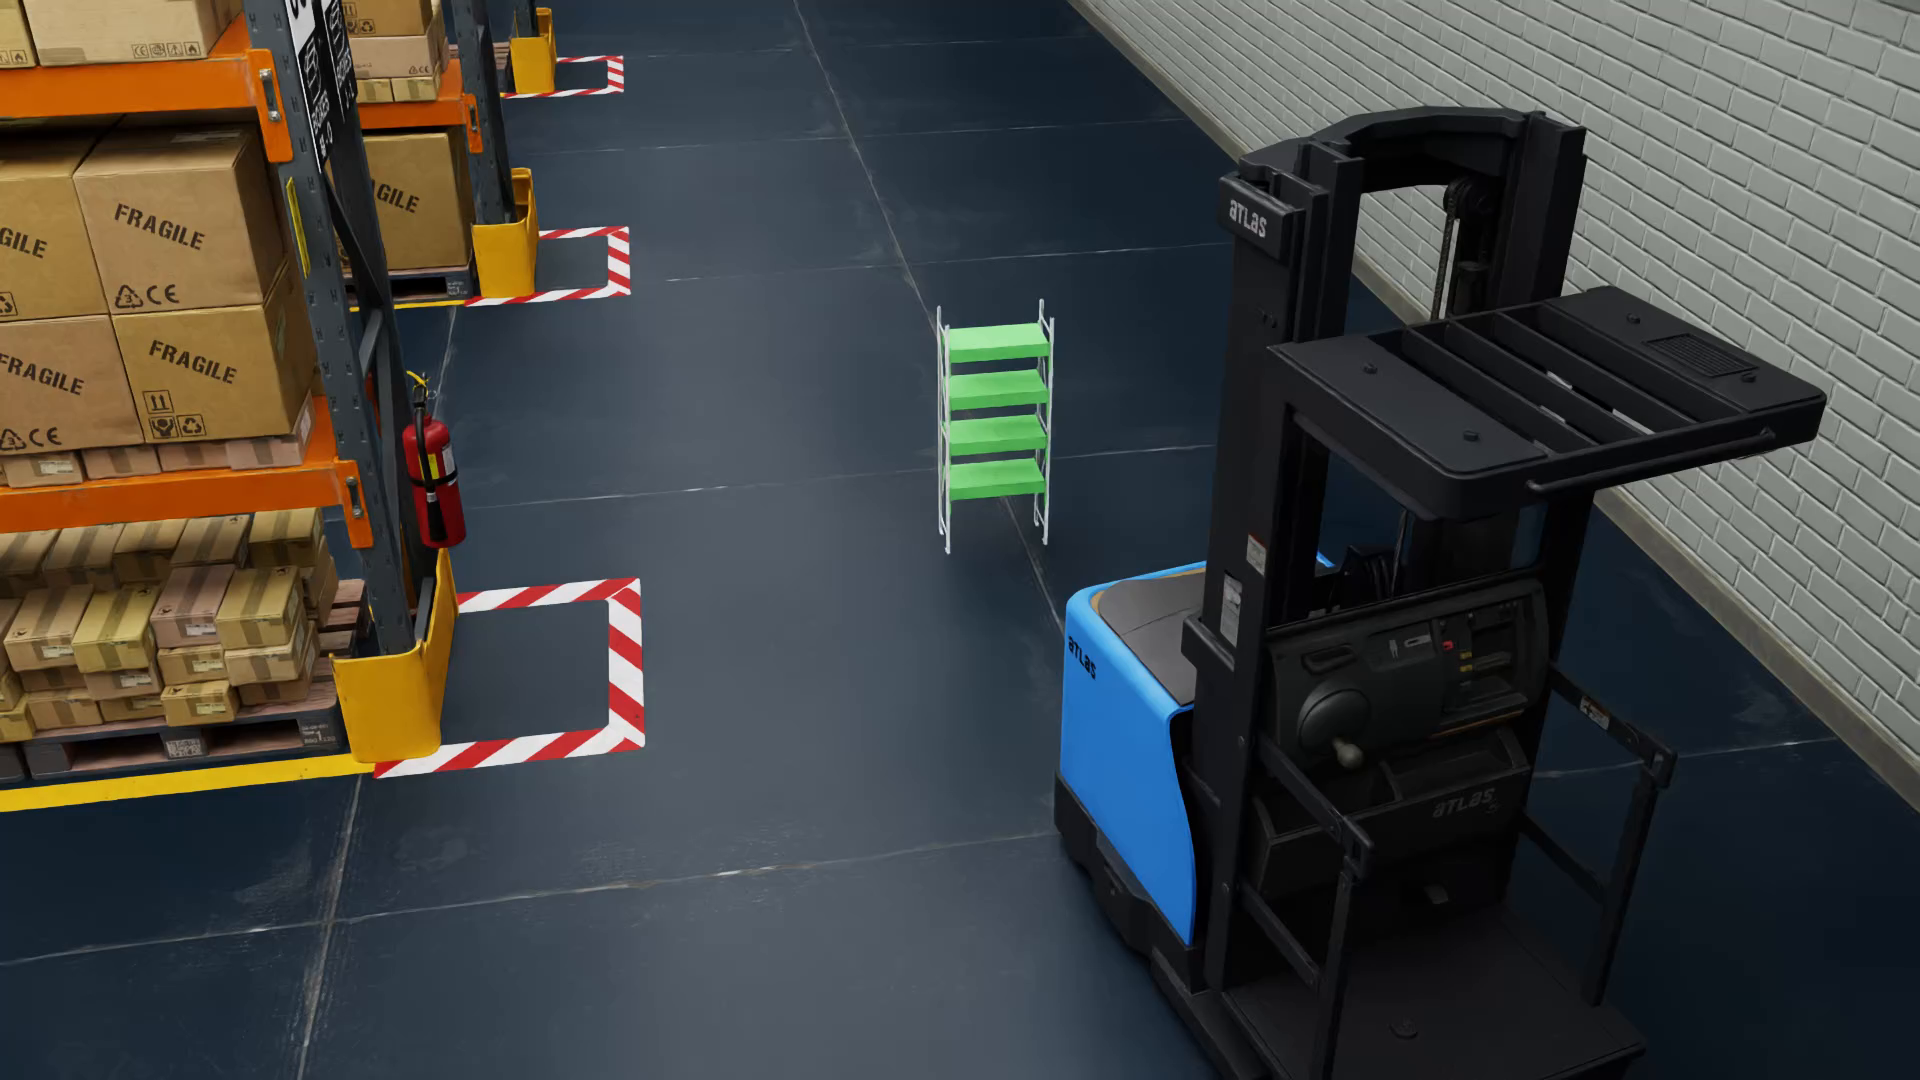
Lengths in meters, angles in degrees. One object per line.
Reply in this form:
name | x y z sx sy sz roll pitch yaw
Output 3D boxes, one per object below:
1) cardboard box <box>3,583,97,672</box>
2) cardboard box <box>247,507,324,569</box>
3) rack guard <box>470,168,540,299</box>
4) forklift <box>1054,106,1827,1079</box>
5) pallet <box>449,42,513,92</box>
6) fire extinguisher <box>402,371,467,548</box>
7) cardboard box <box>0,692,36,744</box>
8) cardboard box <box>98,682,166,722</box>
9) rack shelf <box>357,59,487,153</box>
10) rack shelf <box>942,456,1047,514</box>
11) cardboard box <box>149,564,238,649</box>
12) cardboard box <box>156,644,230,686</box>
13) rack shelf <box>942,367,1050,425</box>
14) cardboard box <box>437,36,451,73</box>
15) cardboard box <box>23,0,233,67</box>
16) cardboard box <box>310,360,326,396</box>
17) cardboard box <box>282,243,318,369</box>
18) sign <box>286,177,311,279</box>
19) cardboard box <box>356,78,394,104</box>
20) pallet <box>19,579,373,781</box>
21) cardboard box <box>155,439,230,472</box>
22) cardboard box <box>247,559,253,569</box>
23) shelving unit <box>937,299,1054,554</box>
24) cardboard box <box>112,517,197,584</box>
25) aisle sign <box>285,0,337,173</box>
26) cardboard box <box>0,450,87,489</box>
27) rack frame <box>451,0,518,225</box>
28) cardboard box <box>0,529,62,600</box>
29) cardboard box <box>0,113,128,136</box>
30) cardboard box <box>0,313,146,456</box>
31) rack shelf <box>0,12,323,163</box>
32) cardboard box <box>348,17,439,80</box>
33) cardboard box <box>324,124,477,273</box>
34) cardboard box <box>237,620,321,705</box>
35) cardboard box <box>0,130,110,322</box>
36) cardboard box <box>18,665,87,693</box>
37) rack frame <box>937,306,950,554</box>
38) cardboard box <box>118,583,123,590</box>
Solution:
cardboard box | -3.549 0.341 6.522 0.250 0.149 0.380 -7 31 -11
cardboard box | -2.895 -0.029 7.151 0.250 0.149 0.380 -7 31 -11
rack guard | -3.089 -2.105 11.337 0.348 0.500 1.175 -5 31 -9
forklift | 1.385 0.438 4.614 1.130 2.935 3.031 -12 32 -19
pallet | -4.823 -4.392 15.511 1.213 0.211 1.003 -5 31 -9
fire extinguisher | -1.988 -0.297 6.240 0.183 0.674 0.296 -5 31 -9
cardboard box | -3.789 0.640 6.600 0.250 0.149 0.380 -7 31 -11
cardboard box | -3.309 0.557 6.742 0.250 0.149 0.380 -5 31 -9
rack shelf | -5.080 -2.688 10.572 4.000 0.370 1.077 -5 31 -9
rack shelf | 0.163 -0.270 8.126 0.480 0.148 0.258 -5 31 -9
cardboard box | -3.051 0.262 6.657 0.250 0.149 0.380 -5 31 -8
cardboard box | -3.053 0.409 6.700 0.250 0.149 0.380 -6 31 -10
rack shelf | 0.163 -0.684 7.882 0.480 0.148 0.258 -5 31 -9
cardboard box | -3.521 -3.204 10.988 0.250 0.149 0.380 -5 31 -8
cardboard box | -2.718 -1.753 5.461 0.500 0.250 0.500 -6 31 -10
cardboard box | -2.696 -0.724 6.770 0.250 0.149 0.380 -6 31 -9
cardboard box | -2.810 -0.967 6.542 0.500 0.500 0.500 -4 31 -7
sign | -2.238 -1.055 5.631 0.005 0.325 0.100 -5 31 -9
cardboard box | -3.659 -2.851 10.387 0.250 0.149 0.380 -5 31 -8
pallet | -3.199 0.567 7.077 1.213 0.211 1.003 -5 31 -9
cardboard box | -2.840 -0.416 6.245 0.250 0.149 0.380 -5 31 -9
cardboard box | -3.160 0.138 7.161 0.250 0.149 0.380 -5 31 -9
shelving unit | 0.163 -0.532 7.972 0.503 1.200 0.258 -5 31 -9
cardboard box | -3.416 0.016 7.075 0.250 0.149 0.380 -5 31 -9
aisle sign | -2.193 -1.676 5.577 0.004 0.787 0.394 -5 31 -9
cardboard box | -3.331 -0.350 6.134 0.250 0.149 0.380 -4 31 -8
rack frame | -3.113 -3.181 10.700 0.127 3.000 1.000 -5 31 -9
cardboard box | -3.919 0.100 6.932 0.250 0.149 0.380 -4 31 -7
cardboard box | -3.303 -1.343 6.196 0.500 0.500 0.500 -4 31 -7
cardboard box | -3.222 -0.656 6.014 0.500 0.500 0.500 -6 31 -10
rack shelf | -4.286 -1.499 5.590 4.000 0.370 1.077 -5 31 -9
cardboard box | -3.542 -3.068 10.362 0.500 0.250 0.500 -6 31 -10
cardboard box | -3.728 -2.347 10.965 0.875 0.875 0.875 -5 31 -9
cardboard box | -2.799 0.501 6.836 0.250 0.149 0.380 -5 31 -8
cardboard box | -3.222 -1.089 5.764 0.500 0.500 0.500 -6 31 -11
cardboard box | -3.580 0.433 6.659 0.250 0.149 0.380 -6 31 -10
rack frame | -0.077 -0.510 7.934 0.015 1.200 0.240 -5 31 -9
cardboard box | -3.657 0.174 7.100 0.250 0.149 0.380 -4 31 -7
